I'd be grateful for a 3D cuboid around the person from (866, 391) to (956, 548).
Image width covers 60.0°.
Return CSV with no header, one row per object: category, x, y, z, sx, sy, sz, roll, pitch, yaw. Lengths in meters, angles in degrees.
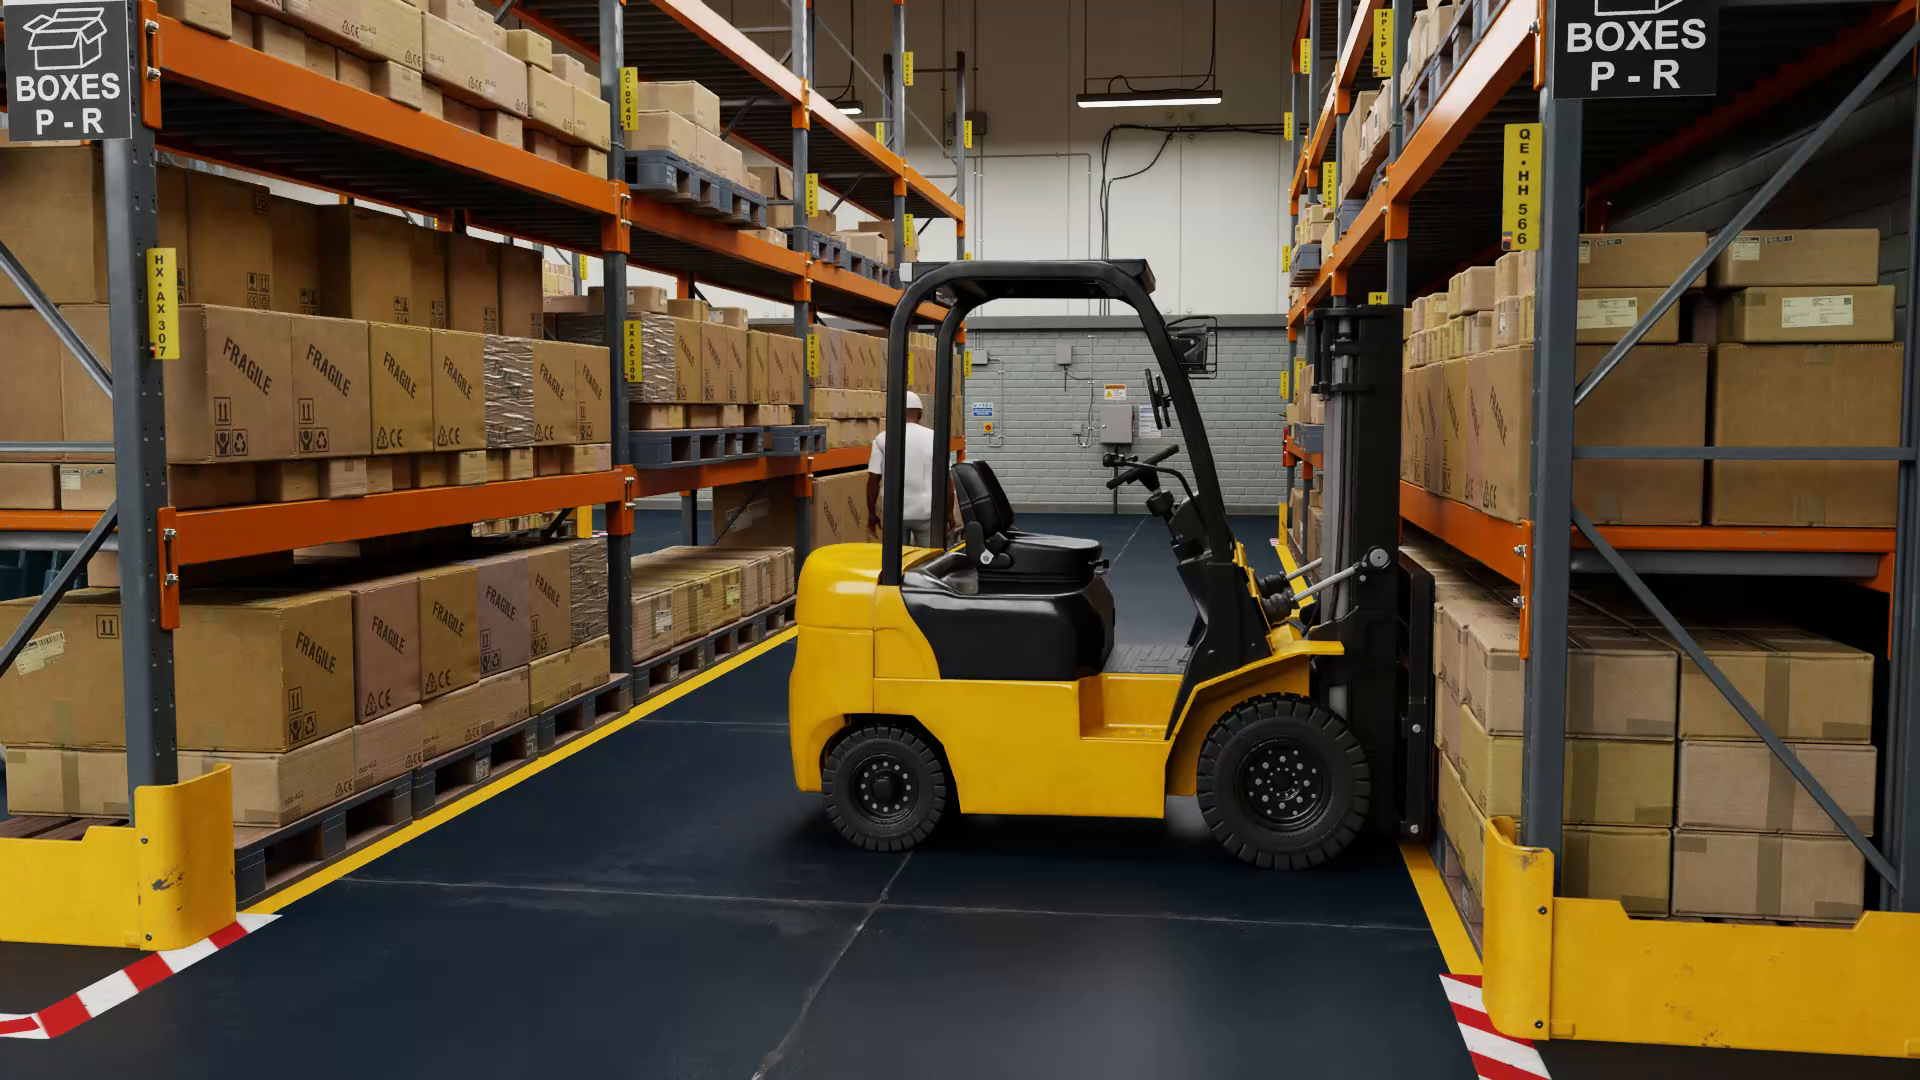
person,-0.350,-0.185,11.923,0.634,1.760,0.459,0,4,4
